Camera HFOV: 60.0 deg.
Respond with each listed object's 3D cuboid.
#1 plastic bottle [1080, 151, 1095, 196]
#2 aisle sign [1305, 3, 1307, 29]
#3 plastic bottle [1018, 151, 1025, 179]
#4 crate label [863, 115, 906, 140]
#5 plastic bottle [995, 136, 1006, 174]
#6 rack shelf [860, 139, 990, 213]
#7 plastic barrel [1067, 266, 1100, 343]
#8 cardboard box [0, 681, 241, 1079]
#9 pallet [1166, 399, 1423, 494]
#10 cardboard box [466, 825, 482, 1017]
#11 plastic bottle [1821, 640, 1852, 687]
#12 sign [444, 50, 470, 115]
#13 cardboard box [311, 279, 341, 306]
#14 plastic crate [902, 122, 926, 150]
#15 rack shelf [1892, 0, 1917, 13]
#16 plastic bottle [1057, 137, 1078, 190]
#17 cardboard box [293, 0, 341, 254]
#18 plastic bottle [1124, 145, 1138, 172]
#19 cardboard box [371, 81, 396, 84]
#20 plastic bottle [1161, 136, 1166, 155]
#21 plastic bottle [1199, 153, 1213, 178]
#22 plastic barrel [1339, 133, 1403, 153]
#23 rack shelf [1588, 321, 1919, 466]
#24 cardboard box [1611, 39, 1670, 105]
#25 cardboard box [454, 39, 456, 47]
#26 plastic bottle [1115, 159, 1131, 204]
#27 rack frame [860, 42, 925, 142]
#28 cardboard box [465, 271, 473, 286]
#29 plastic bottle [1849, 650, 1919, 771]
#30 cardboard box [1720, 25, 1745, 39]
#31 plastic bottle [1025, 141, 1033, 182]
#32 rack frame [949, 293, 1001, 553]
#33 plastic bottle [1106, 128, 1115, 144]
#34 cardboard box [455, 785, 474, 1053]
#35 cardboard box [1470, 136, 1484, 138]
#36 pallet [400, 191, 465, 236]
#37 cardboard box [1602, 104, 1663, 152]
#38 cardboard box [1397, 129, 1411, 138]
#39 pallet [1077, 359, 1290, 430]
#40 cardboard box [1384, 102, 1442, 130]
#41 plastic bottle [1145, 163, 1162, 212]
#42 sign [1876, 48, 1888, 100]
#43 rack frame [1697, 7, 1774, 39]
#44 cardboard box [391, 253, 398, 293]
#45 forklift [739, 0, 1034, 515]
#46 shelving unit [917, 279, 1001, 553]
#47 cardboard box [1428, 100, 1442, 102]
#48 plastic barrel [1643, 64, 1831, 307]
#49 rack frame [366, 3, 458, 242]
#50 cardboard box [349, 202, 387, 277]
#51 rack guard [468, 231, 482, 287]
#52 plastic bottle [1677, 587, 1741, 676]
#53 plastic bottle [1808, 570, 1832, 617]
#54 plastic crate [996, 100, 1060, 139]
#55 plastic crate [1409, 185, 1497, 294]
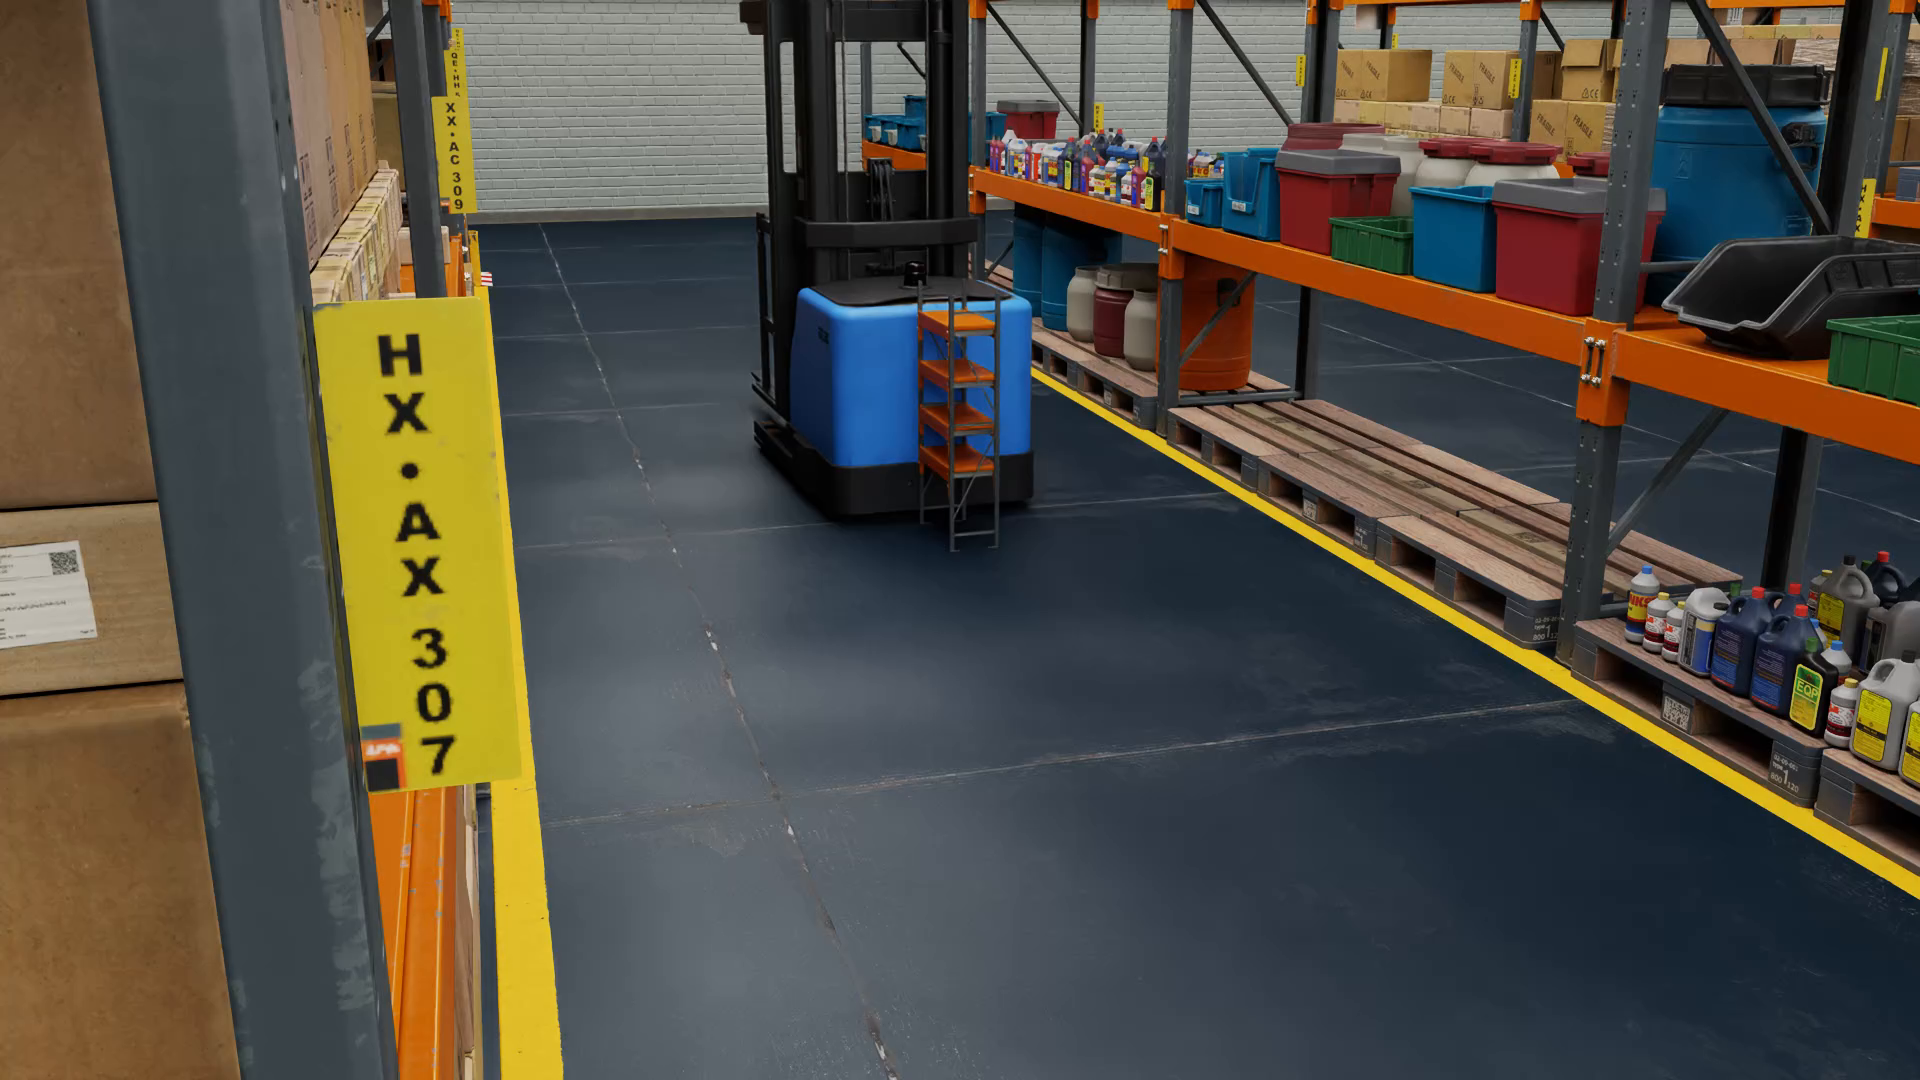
[{"bbox_3d":[0.850,-2.439,11.059,0.061,0.283,0.133,-5,17,-15],"label":"plastic bottle"},{"bbox_3d":[3.941,-5.946,18.013,0.394,0.787,0.004,-5,17,-15],"label":"aisle sign"},{"bbox_3d":[0.480,-2.791,12.375,0.097,0.201,0.097,0,17,0],"label":"plastic bottle"},{"bbox_3d":[-0.762,-4.167,16.798,0.416,0.233,0.303,-5,17,-15],"label":"crate label"},{"bbox_3d":[0.313,-2.979,12.857,0.061,0.283,0.133,-5,17,-15],"label":"plastic bottle"},{"bbox_3d":[0.036,-3.415,15.358,1.077,0.370,4.000,-5,17,-15],"label":"rack shelf"},{"bbox_3d":[0.983,-1.705,12.010,0.421,0.512,0.421,0,17,0],"label":"plastic barrel"},{"bbox_3d":[-0.996,0.325,1.482,0.700,0.500,0.500,-5,17,-15],"label":"cardboard box"},{"bbox_3d":[1.861,-0.547,9.407,1.003,0.211,1.213,-5,17,-15],"label":"pallet"},{"bbox_3d":[-1.362,0.900,3.792,0.500,0.250,0.500,-5,17,-15],"label":"cardboard box"},{"bbox_3d":[2.736,0.448,5.224,0.097,0.271,0.097,0,17,0],"label":"plastic bottle"},{"bbox_3d":[-2.546,-2.309,8.412,0.100,0.325,0.005,-5,17,-15],"label":"sign"},{"bbox_3d":[-1.066,-0.266,2.323,0.380,0.149,0.250,-5,18,-17],"label":"cardboard box"},{"bbox_3d":[-0.318,-3.720,15.309,0.416,0.233,0.300,-5,17,-15],"label":"plastic crate"},{"bbox_3d":[6.997,-3.031,8.864,1.077,0.370,4.000,-5,17,-15],"label":"rack shelf"},{"bbox_3d":[0.759,-2.606,11.500,0.144,0.351,0.185,-5,17,-15],"label":"plastic bottle"},{"bbox_3d":[-1.437,-0.734,2.752,0.700,0.500,0.500,-5,17,-15],"label":"cardboard box"},{"bbox_3d":[1.230,-2.705,11.966,0.097,0.271,0.097,0,17,0],"label":"plastic bottle"},{"bbox_3d":[-4.263,-2.916,11.543,0.700,0.500,0.500,-12,20,-34],"label":"cardboard box"},{"bbox_3d":[1.456,-2.650,11.646,0.144,0.351,0.185,-5,17,-15],"label":"plastic bottle"},{"bbox_3d":[1.644,-2.447,11.107,0.097,0.271,0.097,0,17,0],"label":"plastic bottle"},{"bbox_3d":[2.173,-1.886,8.823,0.421,0.512,0.421,0,17,0],"label":"plastic barrel"},{"bbox_3d":[3.334,-0.096,4.308,1.077,0.370,4.000,-5,17,-15],"label":"rack shelf"},{"bbox_3d":[5.709,-3.760,13.337,0.797,0.503,0.637,-5,17,-15],"label":"cardboard box"},{"bbox_3d":[-4.463,-3.923,13.886,0.500,0.500,0.500,-4,17,-14],"label":"cardboard box"},{"bbox_3d":[1.033,-2.268,10.511,0.097,0.271,0.097,0,17,0],"label":"plastic bottle"},{"bbox_3d":[-0.513,-4.313,17.097,1.000,3.000,0.127,-5,17,-15],"label":"rack frame"},{"bbox_3d":[-3.639,-1.578,11.573,0.500,0.500,0.500,-5,17,-15],"label":"cardboard box"},{"bbox_3d":[2.776,0.490,4.946,0.144,0.351,0.185,-5,17,-16],"label":"plastic bottle"},{"bbox_3d":[8.914,-5.593,18.928,0.500,0.500,0.500,-5,17,-16],"label":"cardboard box"},{"bbox_3d":[0.521,-2.770,12.162,0.061,0.283,0.133,-5,17,-15],"label":"plastic bottle"},{"bbox_3d":[0.066,-0.526,7.618,0.240,1.200,0.015,-5,18,-17],"label":"rack frame"},{"bbox_3d":[1.153,-2.955,12.660,0.144,0.351,0.185,-5,17,-15],"label":"plastic bottle"},{"bbox_3d":[-1.223,0.679,3.224,0.500,0.500,0.500,-5,17,-15],"label":"cardboard box"},{"bbox_3d":[4.878,-3.608,15.185,0.380,0.149,0.250,-4,17,-14],"label":"cardboard box"},{"bbox_3d":[-3.332,-1.800,9.063,1.213,0.211,1.003,-5,17,-15],"label":"pallet"},{"bbox_3d":[5.510,-3.222,13.289,0.500,0.500,0.500,-5,17,-17],"label":"cardboard box"},{"bbox_3d":[4.527,-3.962,16.365,0.380,0.149,0.250,-4,17,-14],"label":"cardboard box"},{"bbox_3d":[1.429,-0.979,10.846,1.003,0.211,1.213,-5,17,-15],"label":"pallet"},{"bbox_3d":[4.554,-4.195,16.446,0.500,0.250,0.500,-5,17,-16],"label":"cardboard box"},{"bbox_3d":[1.164,-2.122,10.007,0.061,0.283,0.133,-5,17,-15],"label":"plastic bottle"},{"bbox_3d":[5.915,-3.002,10.718,0.100,0.325,0.005,-5,17,-15],"label":"sign"},{"bbox_3d":[9.046,-5.069,19.613,1.000,3.000,0.127,-5,17,-15],"label":"rack frame"},{"bbox_3d":[-2.457,-1.149,6.389,0.500,0.500,0.500,-5,17,-15],"label":"cardboard box"},{"bbox_3d":[-0.567,-1.908,9.210,1.130,2.935,3.031,-5,18,-17],"label":"forklift"},{"bbox_3d":[-0.009,-0.593,7.840,0.258,1.200,0.503,-5,18,-17],"label":"shelving unit"},{"bbox_3d":[4.916,-4.381,17.067,0.500,0.250,0.500,-5,18,-17],"label":"cardboard box"},{"bbox_3d":[2.970,-1.365,6.410,0.600,0.901,0.708,-5,17,-15],"label":"plastic barrel"},{"bbox_3d":[-3.078,-1.710,8.429,1.000,3.000,0.127,-5,17,-15],"label":"rack frame"},{"bbox_3d":[-1.421,-0.622,3.507,0.380,0.149,0.250,-5,17,-16],"label":"cardboard box"},{"bbox_3d":[-5.256,-2.704,16.086,1.175,0.500,0.348,-5,17,-15],"label":"rack guard"},{"bbox_3d":[2.566,0.310,5.676,0.152,0.276,0.135,-4,17,-13],"label":"plastic bottle"},{"bbox_3d":[3.184,0.211,6.134,0.097,0.201,0.097,0,17,0],"label":"plastic bottle"},{"bbox_3d":[0.582,-3.533,14.283,0.402,0.464,0.583,-5,17,-15],"label":"plastic crate"},{"bbox_3d":[2.182,-1.267,6.983,0.392,0.384,0.575,-5,17,-15],"label":"plastic crate"}]
